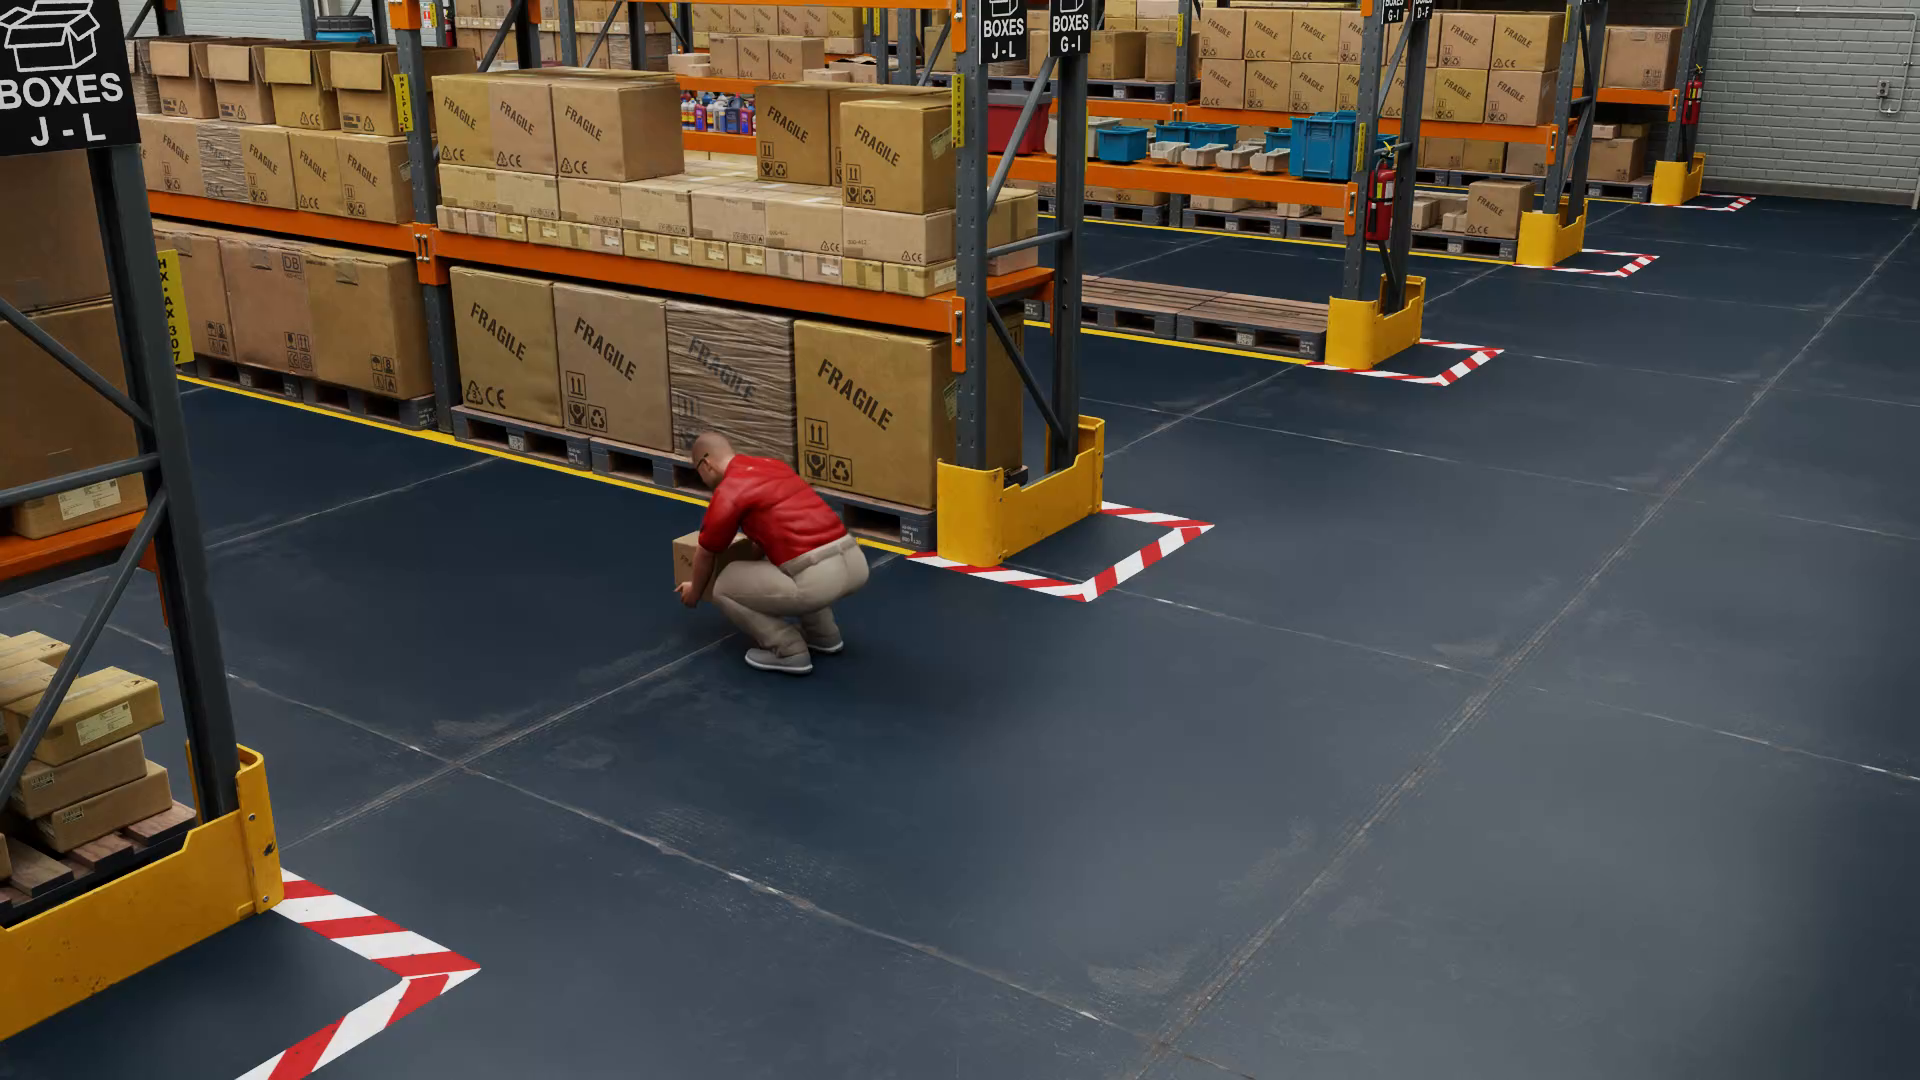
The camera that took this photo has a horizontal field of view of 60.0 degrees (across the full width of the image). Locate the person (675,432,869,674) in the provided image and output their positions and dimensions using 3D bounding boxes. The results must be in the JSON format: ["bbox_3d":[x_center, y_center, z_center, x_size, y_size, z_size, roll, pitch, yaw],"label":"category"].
[{"bbox_3d":[-0.822,0.034,7.143,0.870,0.972,0.557,13,23,32],"label":"person"}]
